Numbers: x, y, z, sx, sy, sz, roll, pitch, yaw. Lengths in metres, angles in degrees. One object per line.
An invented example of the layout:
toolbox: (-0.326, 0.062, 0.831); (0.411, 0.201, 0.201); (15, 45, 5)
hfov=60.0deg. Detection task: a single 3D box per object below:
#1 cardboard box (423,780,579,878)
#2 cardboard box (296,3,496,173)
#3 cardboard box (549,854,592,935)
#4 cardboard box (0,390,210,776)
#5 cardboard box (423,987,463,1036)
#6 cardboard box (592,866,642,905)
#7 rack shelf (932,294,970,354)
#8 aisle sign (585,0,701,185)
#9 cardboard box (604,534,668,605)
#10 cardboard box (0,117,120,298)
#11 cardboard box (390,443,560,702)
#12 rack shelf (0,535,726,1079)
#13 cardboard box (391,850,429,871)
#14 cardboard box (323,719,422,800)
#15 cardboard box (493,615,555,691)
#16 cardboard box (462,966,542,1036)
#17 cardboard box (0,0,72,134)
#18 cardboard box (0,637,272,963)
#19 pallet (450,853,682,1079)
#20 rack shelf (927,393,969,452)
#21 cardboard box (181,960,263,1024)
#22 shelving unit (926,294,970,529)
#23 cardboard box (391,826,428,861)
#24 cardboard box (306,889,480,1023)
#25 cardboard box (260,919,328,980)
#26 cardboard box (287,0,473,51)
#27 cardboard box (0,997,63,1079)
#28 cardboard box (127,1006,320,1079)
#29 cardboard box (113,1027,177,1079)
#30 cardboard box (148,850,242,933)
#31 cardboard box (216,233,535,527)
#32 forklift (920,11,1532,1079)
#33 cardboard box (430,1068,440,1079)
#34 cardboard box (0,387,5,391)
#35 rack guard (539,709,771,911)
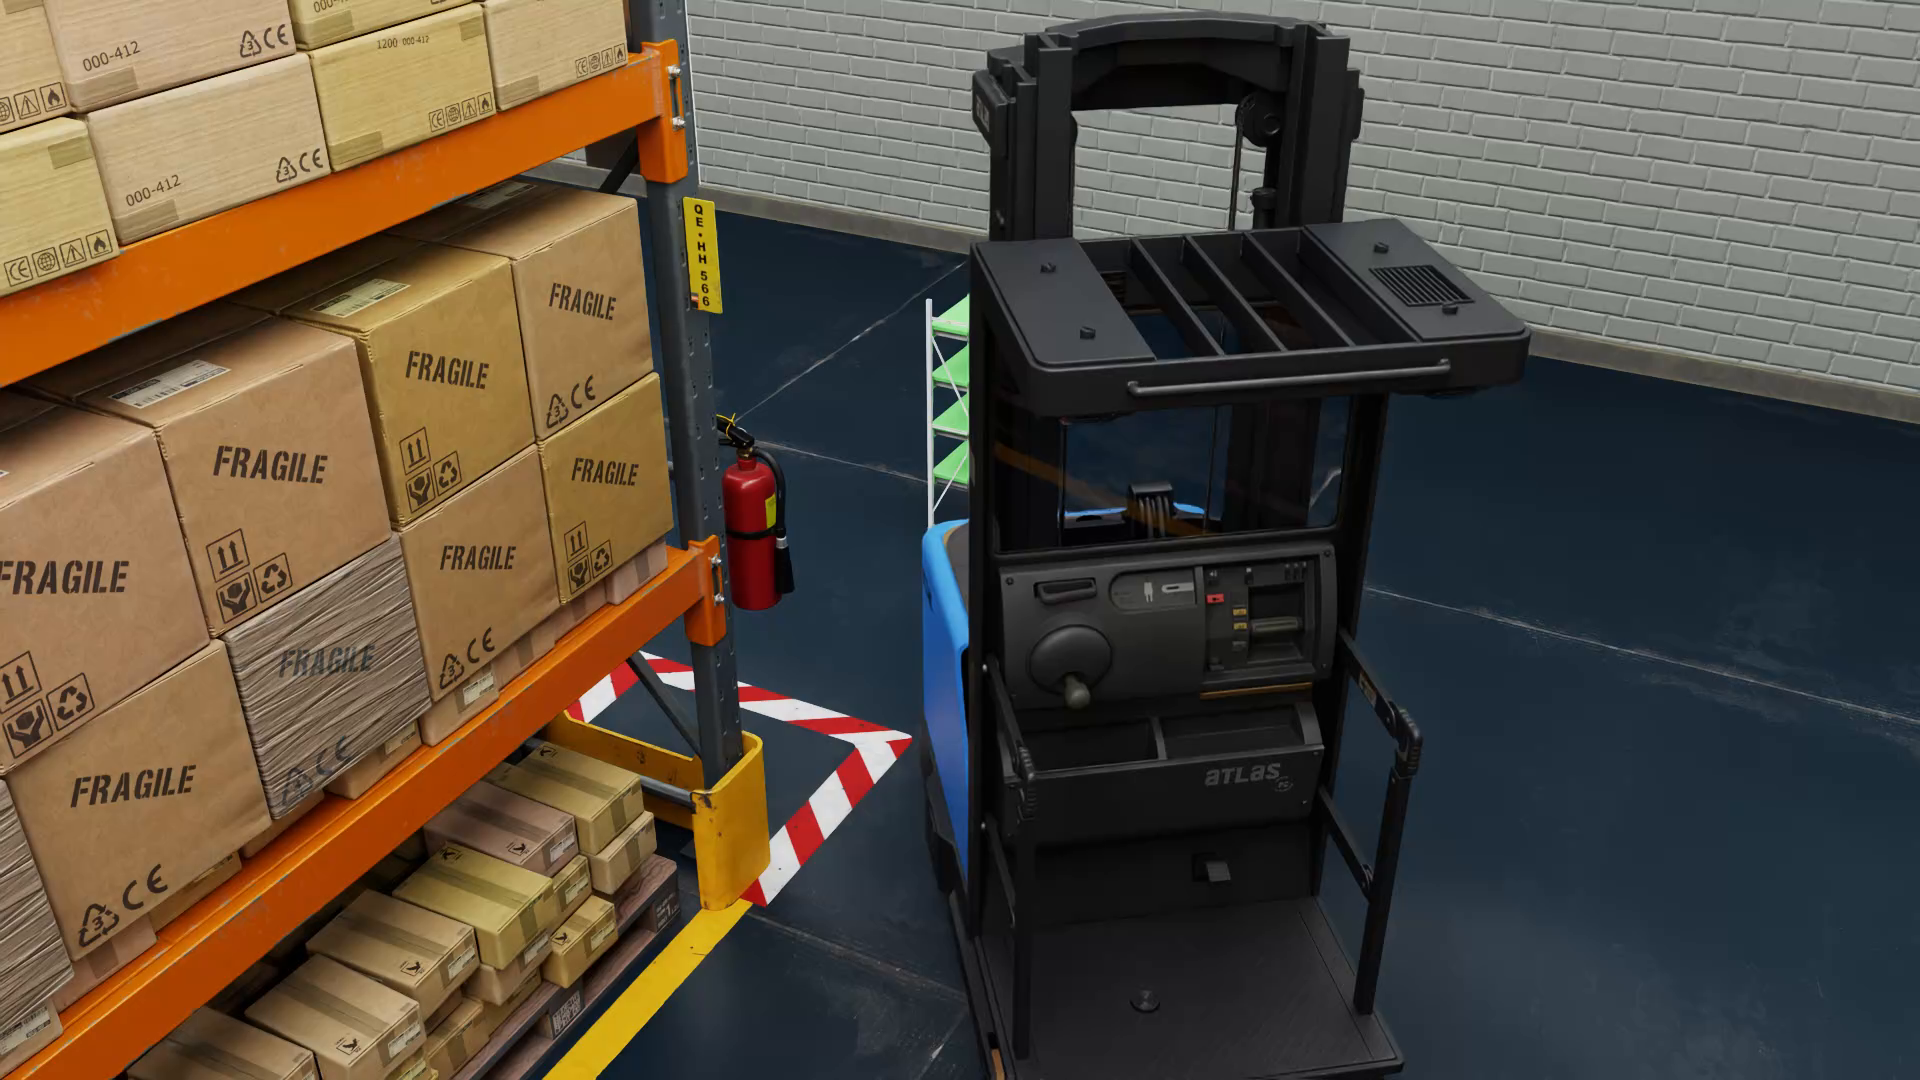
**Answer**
cardboard box: (-1.383, 0.900, 5.015); (0.380, 0.149, 0.250); (15, 33, 24)
cardboard box: (-1.399, -1.033, 3.675); (0.500, 0.250, 0.500); (14, 33, 23)
cardboard box: (-1.355, 1.041, 5.068); (0.380, 0.149, 0.250); (14, 33, 22)
cardboard box: (-1.886, 0.059, 3.232); (0.500, 0.500, 0.500); (13, 32, 22)
cardboard box: (-1.637, 1.264, 4.680); (0.380, 0.149, 0.250); (14, 33, 23)
cardboard box: (-1.256, 1.048, 5.354); (0.380, 0.149, 0.250); (15, 33, 24)
rack shelf: (0.075, -0.955, 7.372); (0.258, 0.148, 0.480); (14, 33, 23)
aisle sign: (-0.901, -1.379, 4.528); (0.394, 0.787, 0.004); (14, 33, 23)
cardboard box: (-1.098, 0.031, 4.937); (0.380, 0.149, 0.250); (14, 33, 23)
cardboard box: (-1.862, -0.576, 2.880); (0.500, 0.250, 0.500); (16, 33, 25)
cardboard box: (-1.416, 0.026, 4.294); (0.500, 0.500, 0.500); (14, 33, 22)
rack shelf: (-2.113, 0.912, 3.873); (1.077, 0.370, 4.000); (14, 33, 23)
cardboard box: (-1.844, 0.921, 5.277); (0.380, 0.149, 0.250); (14, 33, 23)
cardboard box: (-1.588, 0.476, 4.162); (0.380, 0.149, 0.250); (13, 32, 21)
cardboard box: (-1.346, 0.247, 4.560); (0.380, 0.149, 0.250); (14, 33, 23)
cardboard box: (-1.480, 1.283, 4.946); (0.380, 0.149, 0.250); (14, 33, 23)
cardboard box: (-1.893, -0.803, 2.773); (0.500, 0.250, 0.500); (13, 32, 21)
cardboard box: (-1.875, 0.471, 3.518); (0.500, 0.500, 0.500); (16, 34, 26)
pallet: (-1.638, 1.308, 5.260); (1.003, 0.211, 1.213); (14, 33, 23)
rack shelf: (0.075, -0.538, 7.611); (0.258, 0.148, 0.480); (14, 33, 23)
cardboard box: (-2.164, 1.146, 4.586); (0.380, 0.149, 0.250); (16, 33, 25)
shelving unit: (0.075, -0.594, 7.579); (0.258, 1.200, 0.503); (14, 33, 23)
cardboard box: (-1.761, 0.814, 5.164); (0.380, 0.149, 0.250); (15, 33, 24)
cardboard box: (-1.562, 1.144, 4.590); (0.380, 0.149, 0.250); (13, 32, 21)
cardboard box: (-2.090, 1.139, 4.897); (0.380, 0.149, 0.250); (15, 33, 25)
cardboard box: (-1.417, -1.251, 3.552); (0.500, 0.250, 0.500); (13, 32, 22)
cardboard box: (-2.047, 0.949, 3.337); (0.380, 0.149, 0.250); (16, 33, 25)
cardboard box: (-1.853, 1.367, 4.201); (0.380, 0.149, 0.250); (13, 32, 22)
cardboard box: (-2.213, 1.407, 4.429); (0.380, 0.149, 0.250); (16, 34, 26)
cardboard box: (-1.870, 0.703, 3.766); (0.380, 0.149, 0.250); (15, 33, 24)
cardboard box: (-1.419, -0.409, 4.047); (0.500, 0.500, 0.500); (13, 32, 22)
forklift: (0.608, 0.279, 4.320); (1.130, 2.935, 3.031); (-5, 30, -8)
cardboard box: (-1.641, 1.522, 4.528); (0.380, 0.149, 0.250); (13, 32, 21)
cardboard box: (-2.123, -0.303, 3.863); (0.500, 0.500, 0.500); (14, 33, 22)
rack guard: (-1.236, 0.831, 5.801); (1.175, 0.500, 0.348); (14, 33, 23)
